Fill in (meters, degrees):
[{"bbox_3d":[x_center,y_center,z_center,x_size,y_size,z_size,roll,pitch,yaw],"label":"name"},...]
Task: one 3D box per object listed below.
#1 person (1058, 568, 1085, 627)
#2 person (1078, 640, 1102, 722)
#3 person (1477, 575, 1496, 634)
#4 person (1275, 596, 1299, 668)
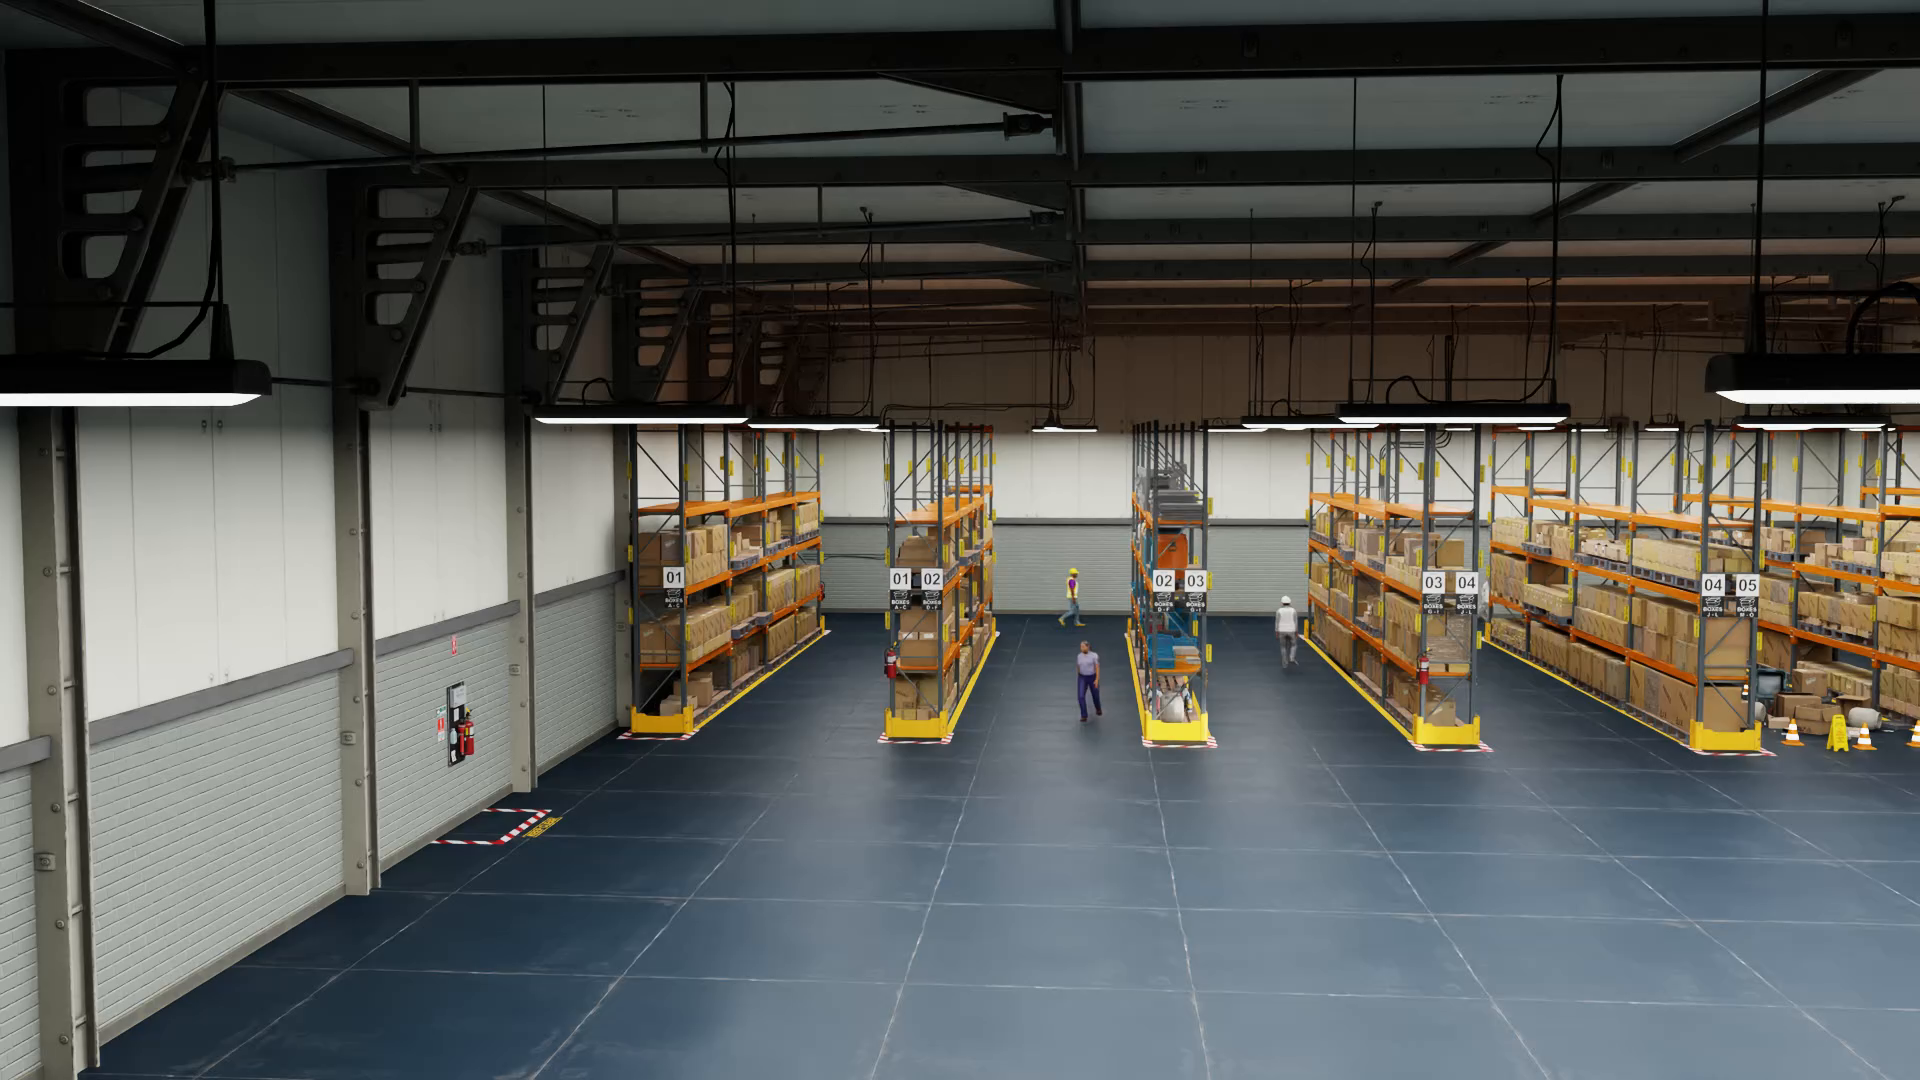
[{"bbox_3d":[3.326,1.719,49.370,0.812,1.752,0.614,0,4,1],"label":"person"},{"bbox_3d":[2.575,2.811,33.317,0.487,1.591,0.858,1,4,17],"label":"person"},{"bbox_3d":[15.078,1.812,47.506,0.448,1.795,0.596,-1,4,-17],"label":"person"},{"bbox_3d":[8.022,2.232,40.792,0.572,1.718,0.506,0,4,7],"label":"person"}]
